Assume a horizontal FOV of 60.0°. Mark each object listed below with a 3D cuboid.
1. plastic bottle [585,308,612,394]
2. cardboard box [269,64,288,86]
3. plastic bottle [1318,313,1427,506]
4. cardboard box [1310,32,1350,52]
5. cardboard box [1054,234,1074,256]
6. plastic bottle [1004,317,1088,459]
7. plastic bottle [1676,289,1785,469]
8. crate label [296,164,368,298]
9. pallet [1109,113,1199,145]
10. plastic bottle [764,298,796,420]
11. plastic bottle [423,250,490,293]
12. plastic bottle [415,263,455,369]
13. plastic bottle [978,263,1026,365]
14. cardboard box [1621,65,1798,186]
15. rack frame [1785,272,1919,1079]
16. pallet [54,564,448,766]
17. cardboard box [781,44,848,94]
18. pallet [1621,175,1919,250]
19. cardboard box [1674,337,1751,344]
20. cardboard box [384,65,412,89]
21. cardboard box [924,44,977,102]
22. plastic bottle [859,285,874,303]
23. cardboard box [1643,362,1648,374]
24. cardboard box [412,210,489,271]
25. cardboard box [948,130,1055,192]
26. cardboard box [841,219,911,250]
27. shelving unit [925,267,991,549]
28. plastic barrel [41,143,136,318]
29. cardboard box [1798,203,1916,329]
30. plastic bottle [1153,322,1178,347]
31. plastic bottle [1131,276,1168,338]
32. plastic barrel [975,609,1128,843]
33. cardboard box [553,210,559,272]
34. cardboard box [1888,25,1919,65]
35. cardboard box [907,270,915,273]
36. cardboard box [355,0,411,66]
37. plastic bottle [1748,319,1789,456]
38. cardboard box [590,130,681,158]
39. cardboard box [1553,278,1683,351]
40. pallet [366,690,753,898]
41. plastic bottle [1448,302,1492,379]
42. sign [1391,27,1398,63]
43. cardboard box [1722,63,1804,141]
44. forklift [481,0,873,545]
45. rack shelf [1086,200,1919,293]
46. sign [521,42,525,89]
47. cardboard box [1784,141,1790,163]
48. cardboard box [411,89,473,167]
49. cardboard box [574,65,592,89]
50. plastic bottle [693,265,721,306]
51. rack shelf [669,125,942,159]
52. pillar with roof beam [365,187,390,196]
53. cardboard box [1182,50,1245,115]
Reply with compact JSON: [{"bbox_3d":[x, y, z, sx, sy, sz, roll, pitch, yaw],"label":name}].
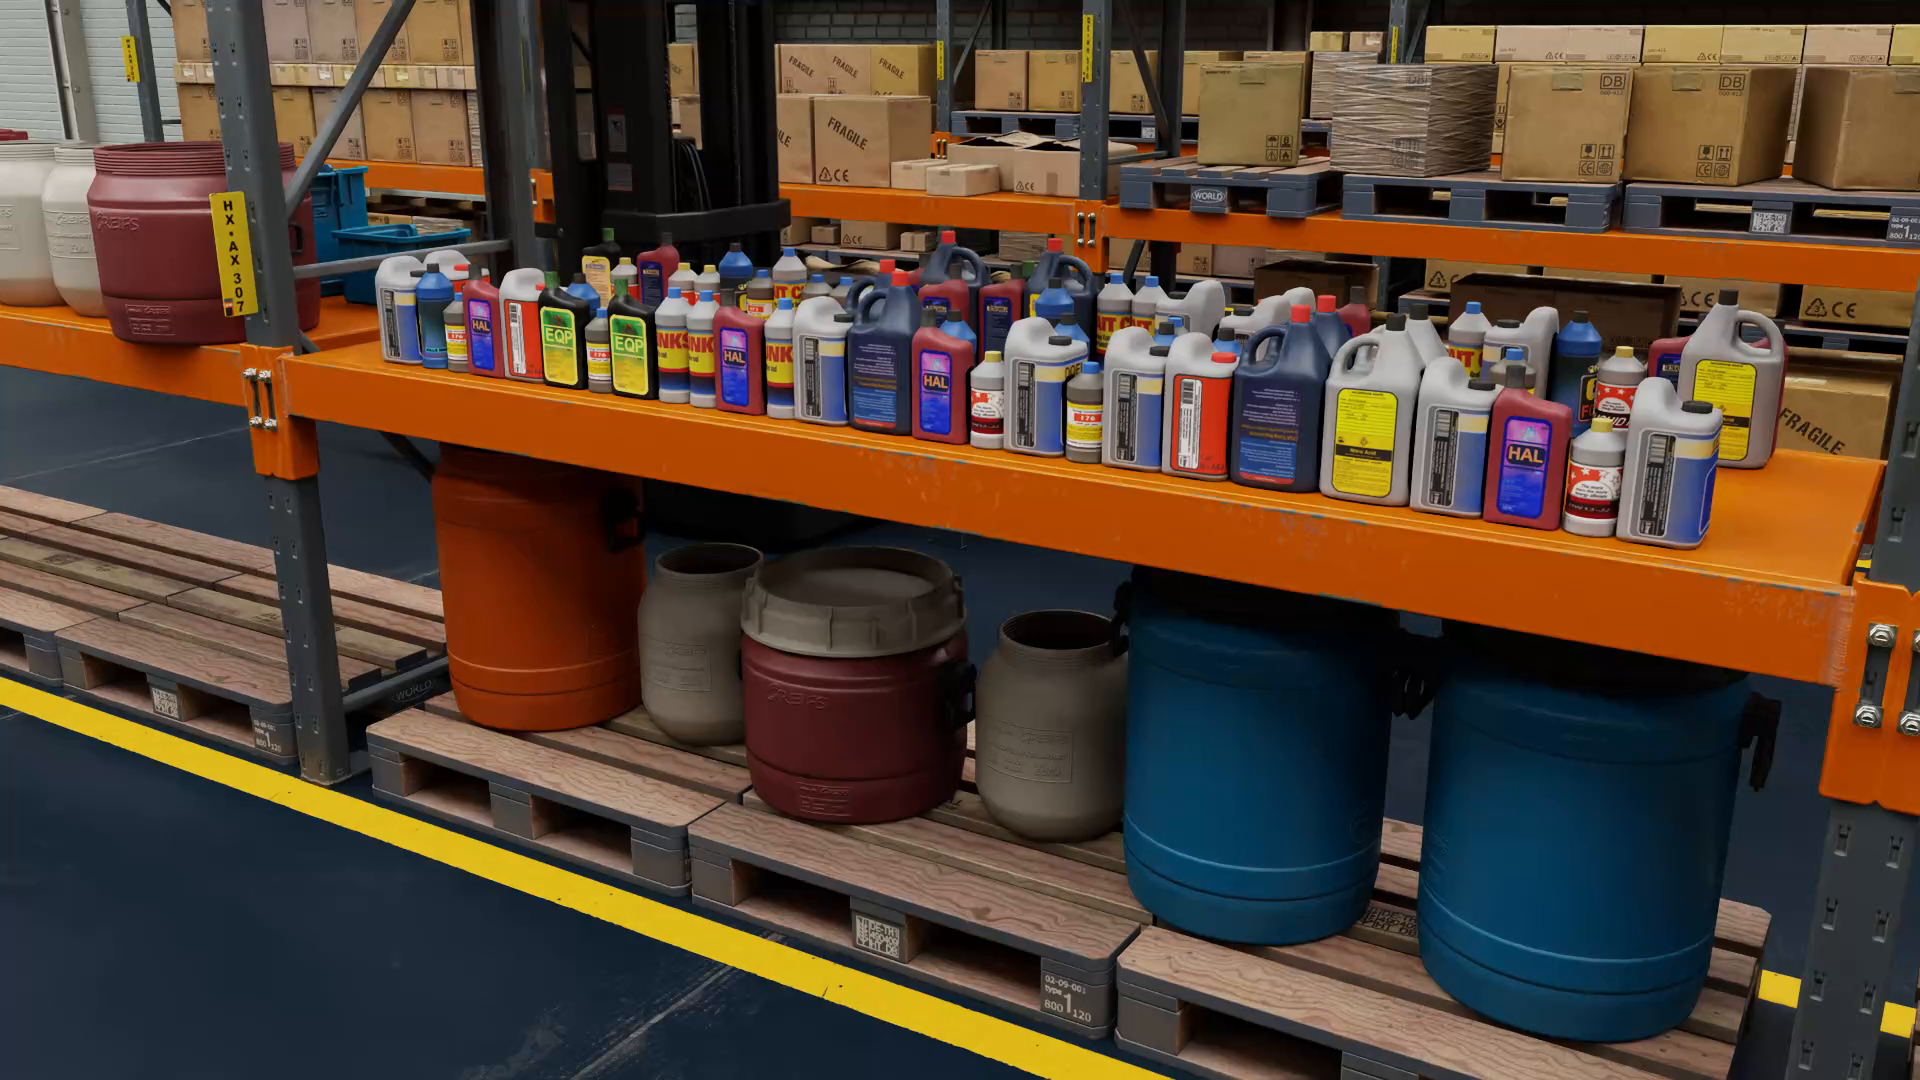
[{"bbox_3d":[-0.875,-0.470,4.110,0.097,0.201,0.097,0,17,0],"label":"plastic bottle"},{"bbox_3d":[-4.786,-3.358,11.987,0.250,0.149,0.380,9,19,28],"label":"cardboard box"},{"bbox_3d":[0.787,-0.253,3.138,0.185,0.351,0.144,10,20,30],"label":"plastic bottle"},{"bbox_3d":[2.927,-3.939,13.143,0.250,0.149,0.380,7,18,21],"label":"cardboard box"},{"bbox_3d":[1.212,-2.729,14.748,0.500,0.500,0.700,10,19,29],"label":"cardboard box"},{"bbox_3d":[0.184,-0.326,3.508,0.135,0.276,0.152,10,20,30],"label":"plastic bottle"},{"bbox_3d":[1.577,-0.334,3.406,0.185,0.351,0.144,10,20,30],"label":"plastic bottle"},{"bbox_3d":[-2.372,-1.061,5.653,0.616,0.435,0.502,10,20,30],"label":"crate label"},{"bbox_3d":[1.810,-3.479,14.004,1.213,0.211,1.003,10,20,30],"label":"pallet"},{"bbox_3d":[-0.398,-0.419,3.820,0.097,0.271,0.097,0,17,0],"label":"plastic bottle"},{"bbox_3d":[-1.387,-0.659,4.602,0.135,0.276,0.152,10,20,30],"label":"plastic bottle"},{"bbox_3d":[-1.383,-0.594,4.399,0.097,0.271,0.097,0,17,0],"label":"plastic bottle"},{"bbox_3d":[0.115,-0.577,4.322,0.133,0.283,0.061,10,20,30],"label":"plastic bottle"},{"bbox_3d":[3.432,-1.909,7.611,0.500,0.500,0.700,14,22,39],"label":"cardboard box"},{"bbox_3d":[1.742,-0.218,2.938,0.127,3.000,1.000,10,20,30],"label":"rack frame"},{"bbox_3d":[-2.306,0.380,5.765,1.213,0.211,1.003,10,20,30],"label":"pallet"},{"bbox_3d":[-1.307,-4.334,15.422,0.500,0.500,0.500,9,19,28],"label":"cardboard box"},{"bbox_3d":[3.714,-1.501,7.491,1.213,0.211,1.003,10,20,30],"label":"pallet"},{"bbox_3d":[3.592,-0.671,7.973,0.500,0.500,0.500,10,20,31],"label":"cardboard box"},{"bbox_3d":[-3.690,-3.163,11.344,0.250,0.149,0.380,10,20,30],"label":"cardboard box"},{"bbox_3d":[-0.182,-4.308,15.337,0.500,0.500,0.500,10,19,29],"label":"cardboard box"},{"bbox_3d":[-0.233,-0.615,4.585,0.097,0.201,0.097,0,17,0],"label":"plastic bottle"},{"bbox_3d":[3.350,-0.540,7.542,0.500,0.500,0.500,10,20,30],"label":"cardboard box"},{"bbox_3d":[-3.409,-2.000,11.524,0.500,0.500,0.500,10,20,30],"label":"cardboard box"},{"bbox_3d":[0.268,-2.194,9.596,0.500,0.311,0.500,10,19,29],"label":"cardboard box"},{"bbox_3d":[-0.796,-3.051,15.808,0.500,0.500,0.500,8,19,26],"label":"cardboard box"},{"bbox_3d":[-0.012,-0.576,7.214,0.189,1.200,0.258,10,20,30],"label":"shelving unit"},{"bbox_3d":[-2.655,-0.983,5.265,0.421,0.512,0.421,0,17,0],"label":"plastic barrel"},{"bbox_3d":[6.305,-1.911,11.486,0.750,0.750,0.750,10,20,31],"label":"cardboard box"},{"bbox_3d":[0.431,-0.323,3.504,0.097,0.271,0.097,0,17,0],"label":"plastic bottle"},{"bbox_3d":[0.476,-0.522,4.159,0.097,0.271,0.097,0,17,0],"label":"plastic bottle"},{"bbox_3d":[0.249,0.469,4.235,0.421,0.512,0.421,0,17,0],"label":"plastic barrel"},{"bbox_3d":[-2.711,-2.053,11.697,0.500,0.500,0.500,10,20,30],"label":"cardboard box"},{"bbox_3d":[6.395,-3.238,10.871,0.500,0.250,0.500,11,20,31],"label":"cardboard box"},{"bbox_3d":[-0.249,-1.515,10.250,0.500,0.311,0.500,10,19,29],"label":"cardboard box"},{"bbox_3d":[-3.719,-3.548,11.498,0.500,0.500,0.700,10,20,30],"label":"cardboard box"},{"bbox_3d":[1.653,-0.323,3.486,0.133,0.283,0.061,10,20,30],"label":"plastic bottle"},{"bbox_3d":[-2.037,-2.525,10.791,0.500,0.250,0.500,12,20,33],"label":"cardboard box"},{"bbox_3d":[3.201,-1.103,8.106,0.500,0.250,0.500,10,20,30],"label":"cardboard box"},{"bbox_3d":[-0.973,0.618,4.985,1.213,0.211,1.003,10,20,30],"label":"pallet"},{"bbox_3d":[1.151,-0.401,3.762,0.097,0.271,0.097,0,17,0],"label":"plastic bottle"},{"bbox_3d":[3.242,-3.660,12.414,0.005,0.325,0.100,10,20,30],"label":"sign"},{"bbox_3d":[5.538,-3.033,11.486,0.500,0.500,0.500,10,20,30],"label":"cardboard box"},{"bbox_3d":[-1.667,-1.687,7.894,3.031,2.935,1.130,11,20,32],"label":"forklift"},{"bbox_3d":[2.633,-1.404,8.080,4.000,0.370,1.077,10,20,30],"label":"rack shelf"},{"bbox_3d":[-2.769,-2.975,10.390,0.005,0.325,0.100,10,20,30],"label":"sign"},{"bbox_3d":[5.636,-2.705,11.522,0.250,0.149,0.380,10,20,30],"label":"cardboard box"},{"bbox_3d":[-3.314,-2.853,11.442,0.500,0.500,0.700,10,20,29],"label":"cardboard box"},{"bbox_3d":[-2.607,-3.108,11.164,0.250,0.149,0.380,10,20,30],"label":"cardboard box"},{"bbox_3d":[-0.730,-0.703,4.878,0.097,0.201,0.097,0,17,0],"label":"plastic bottle"},{"bbox_3d":[-1.595,-3.848,16.127,4.000,0.370,1.077,10,20,30],"label":"rack shelf"},{"bbox_3d":[-9.615,-7.322,16.001,0.400,9.000,9.100,10,20,30],"label":"pillar with roof beam"},{"bbox_3d":[2.039,-3.791,13.773,0.500,0.500,0.700,10,20,30],"label":"cardboard box"}]
